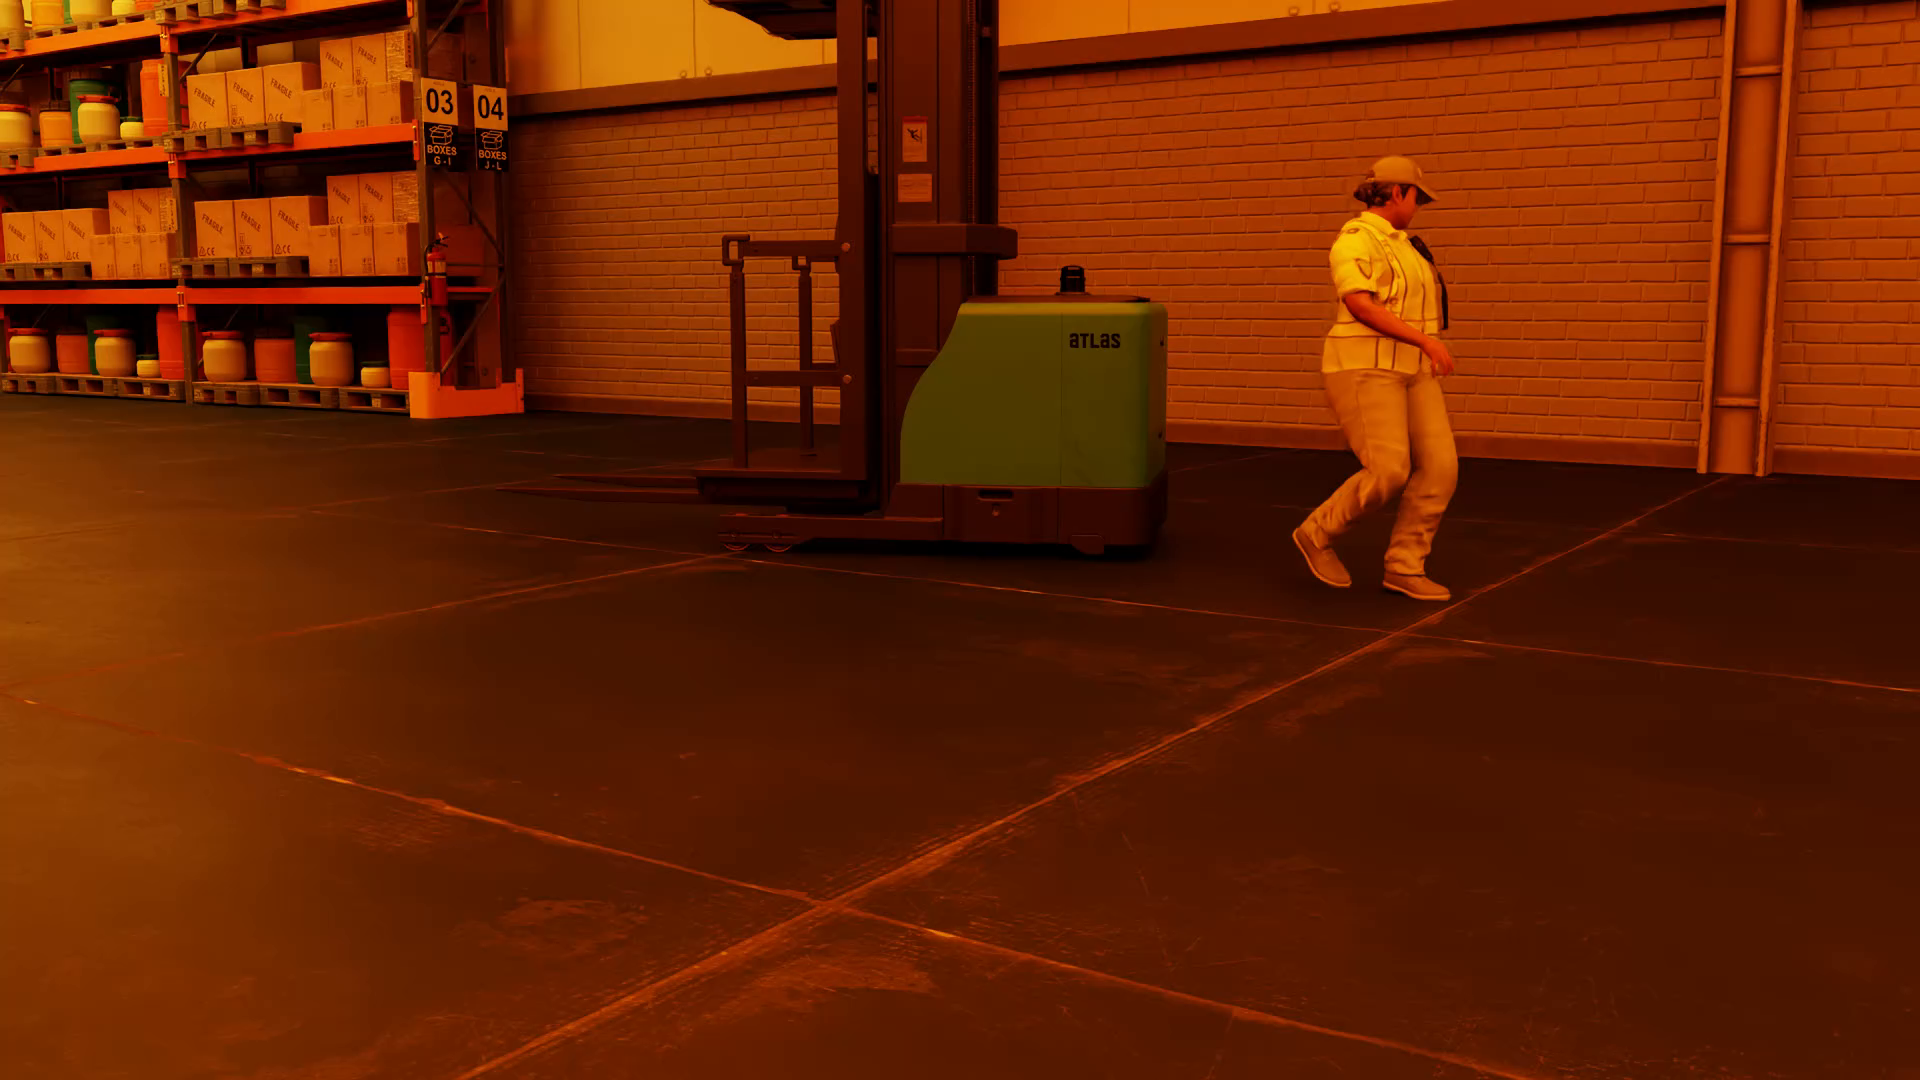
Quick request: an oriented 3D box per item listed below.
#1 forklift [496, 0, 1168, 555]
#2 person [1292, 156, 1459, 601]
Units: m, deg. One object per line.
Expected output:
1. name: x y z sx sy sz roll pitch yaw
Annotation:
1. forklift: -0.596 -1.469 7.520 3.031 2.935 1.130 2 8 12
2. person: 1.603 -0.600 6.147 0.642 1.610 0.576 -6 10 -38
